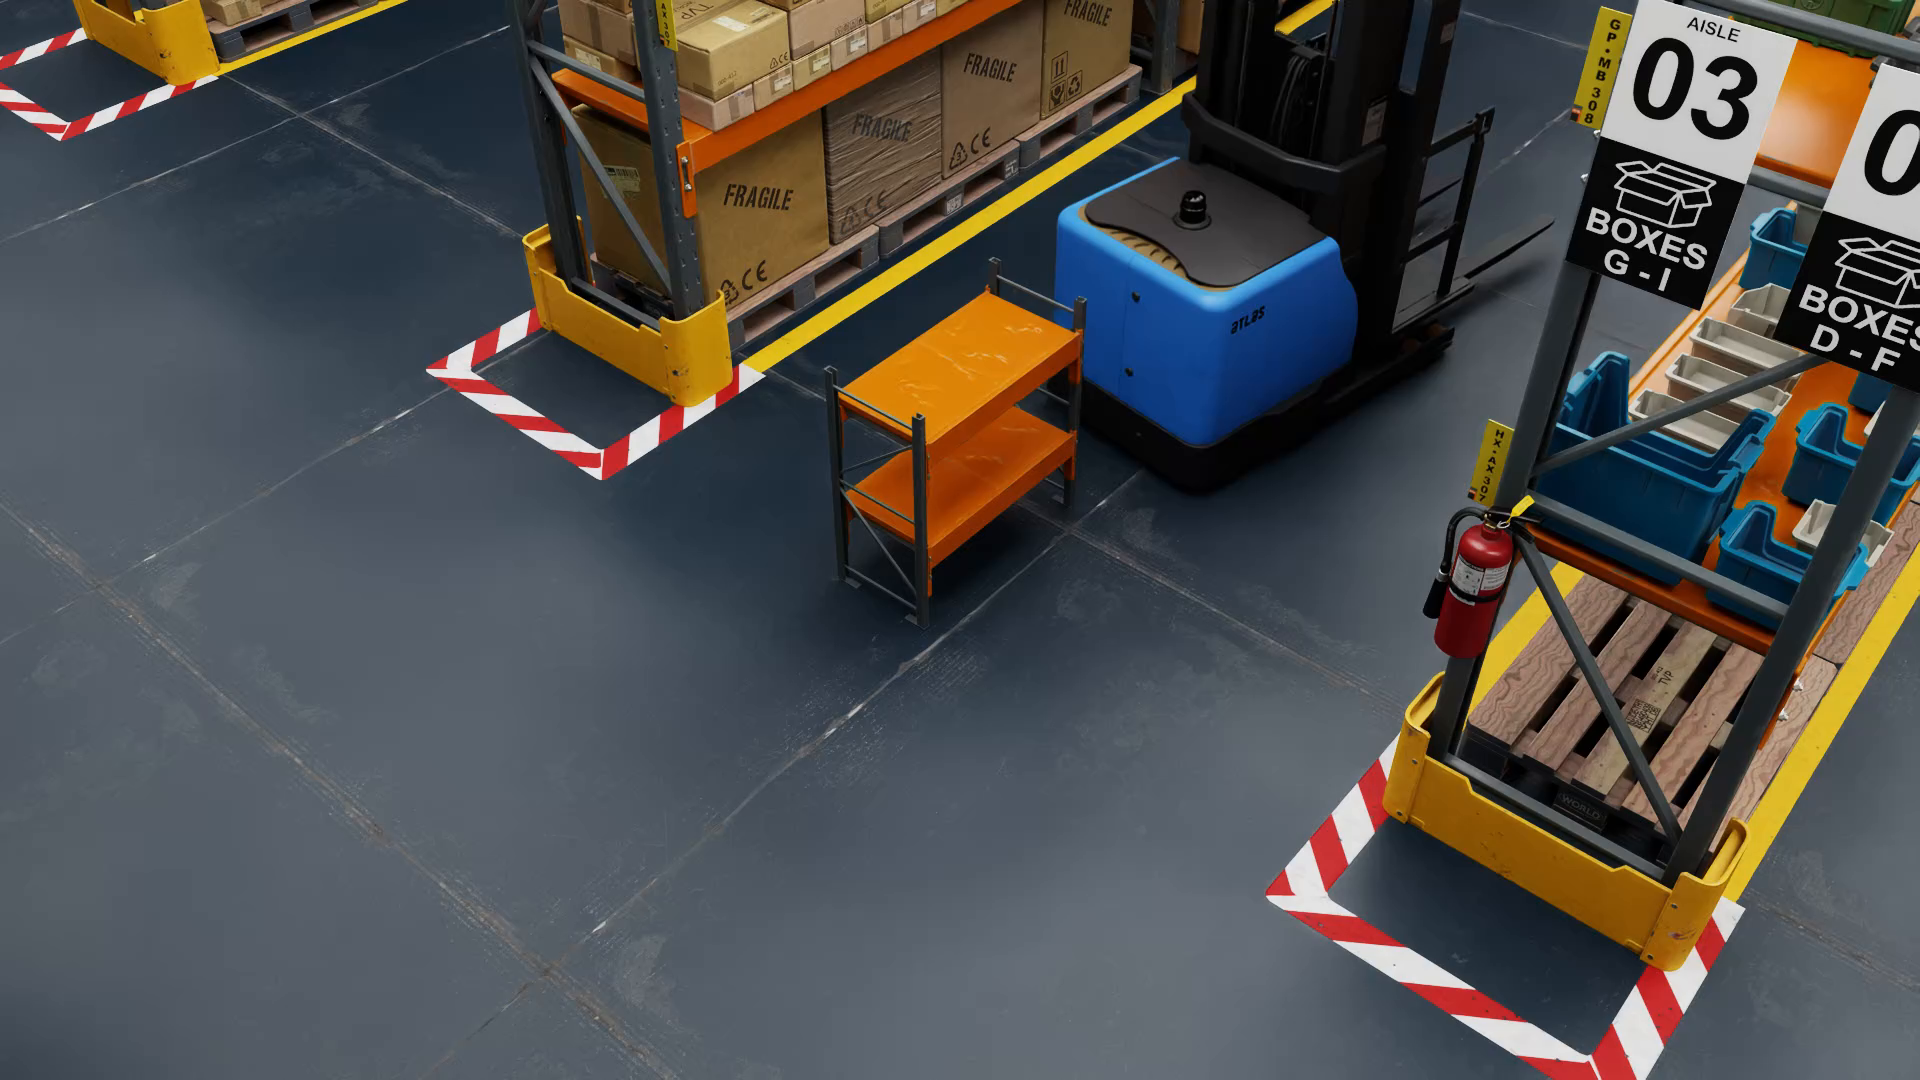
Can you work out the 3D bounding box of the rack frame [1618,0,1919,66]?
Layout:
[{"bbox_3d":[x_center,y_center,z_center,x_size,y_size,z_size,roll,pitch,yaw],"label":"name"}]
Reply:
[{"bbox_3d":[2.142,-2.170,3.129,1.000,3.000,0.127,29,50,28],"label":"rack frame"}]

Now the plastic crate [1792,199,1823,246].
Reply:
[{"bbox_3d":[3.592,-1.281,6.655,0.437,0.282,0.530,29,50,28],"label":"plastic crate"}]

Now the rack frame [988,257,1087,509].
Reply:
[{"bbox_3d":[0.323,-0.674,7.338,0.500,1.125,0.032,29,50,28],"label":"rack frame"}]

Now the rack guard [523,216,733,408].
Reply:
[{"bbox_3d":[-1.665,-1.157,8.333,1.175,0.500,0.348,29,50,28],"label":"rack guard"}]

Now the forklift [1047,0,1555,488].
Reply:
[{"bbox_3d":[1.868,-2.170,7.640,3.031,2.935,1.130,-30,50,-29],"label":"forklift"}]

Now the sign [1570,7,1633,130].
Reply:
[{"bbox_3d":[1.710,-1.251,4.426,0.100,0.325,0.005,29,50,28],"label":"sign"}]

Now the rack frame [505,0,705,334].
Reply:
[{"bbox_3d":[-1.649,-2.094,7.506,1.000,3.000,0.127,29,50,28],"label":"rack frame"}]

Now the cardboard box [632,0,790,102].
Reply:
[{"bbox_3d":[-1.134,-2.279,7.600,0.500,0.250,0.500,28,49,27],"label":"cardboard box"}]

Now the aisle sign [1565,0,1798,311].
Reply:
[{"bbox_3d":[1.871,-1.002,4.372,0.394,0.787,0.004,29,50,28],"label":"aisle sign"}]

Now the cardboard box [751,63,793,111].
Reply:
[{"bbox_3d":[-1.004,-2.174,7.780,0.380,0.149,0.250,29,50,28],"label":"cardboard box"}]

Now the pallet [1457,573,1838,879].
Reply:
[{"bbox_3d":[2.702,0.674,6.534,1.003,0.211,1.213,29,50,28],"label":"pallet"}]

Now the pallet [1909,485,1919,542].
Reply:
[{"bbox_3d":[4.273,-0.582,7.916,1.003,0.211,1.213,29,50,28],"label":"pallet"}]

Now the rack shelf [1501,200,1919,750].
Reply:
[{"bbox_3d":[3.429,-0.714,6.522,1.077,0.370,4.000,29,50,28],"label":"rack shelf"}]

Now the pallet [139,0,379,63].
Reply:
[{"bbox_3d":[-4.782,-3.704,11.349,1.003,0.211,1.213,29,50,28],"label":"pallet"}]

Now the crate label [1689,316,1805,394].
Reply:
[{"bbox_3d":[2.886,-0.670,6.091,0.396,0.136,0.243,29,50,28],"label":"crate label"}]

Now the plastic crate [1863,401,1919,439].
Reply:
[{"bbox_3d":[3.259,-0.338,5.726,0.250,0.136,0.298,29,50,28],"label":"plastic crate"}]

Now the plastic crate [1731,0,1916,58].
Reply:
[{"bbox_3d":[2.558,-1.613,4.904,0.450,0.188,0.336,29,50,28],"label":"plastic crate"}]

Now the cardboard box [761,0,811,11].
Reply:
[{"bbox_3d":[-0.812,-2.814,7.630,0.500,0.500,0.500,28,49,28],"label":"cardboard box"}]

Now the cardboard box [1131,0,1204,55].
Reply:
[{"bbox_3d":[1.322,-3.861,10.717,1.225,0.875,0.875,30,50,29],"label":"cardboard box"}]

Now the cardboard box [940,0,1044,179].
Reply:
[{"bbox_3d":[-0.140,-2.755,9.499,0.875,0.875,0.875,29,50,28],"label":"cardboard box"}]

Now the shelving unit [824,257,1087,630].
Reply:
[{"bbox_3d":[-0.004,-0.413,7.050,0.538,1.125,1.048,29,50,28],"label":"shelving unit"}]

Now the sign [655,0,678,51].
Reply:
[{"bbox_3d":[-1.228,-2.201,6.920,0.100,0.325,0.005,29,50,28],"label":"sign"}]

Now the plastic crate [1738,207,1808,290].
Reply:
[{"bbox_3d":[3.267,-1.079,6.469,0.416,0.233,0.300,29,50,28],"label":"plastic crate"}]

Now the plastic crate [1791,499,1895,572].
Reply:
[{"bbox_3d":[2.823,0.011,5.341,0.250,0.136,0.298,29,50,28],"label":"plastic crate"}]

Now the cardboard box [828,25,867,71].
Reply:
[{"bbox_3d":[-0.673,-2.441,8.074,0.380,0.149,0.250,29,50,28],"label":"cardboard box"}]

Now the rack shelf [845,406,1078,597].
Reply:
[{"bbox_3d":[-0.004,-0.232,7.215,0.538,0.278,1.000,29,50,28],"label":"rack shelf"}]

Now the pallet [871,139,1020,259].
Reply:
[{"bbox_3d":[-0.409,-2.134,9.622,1.003,0.211,1.213,29,50,28],"label":"pallet"}]

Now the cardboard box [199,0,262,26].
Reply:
[{"bbox_3d":[-4.798,-3.526,10.887,0.380,0.149,0.250,31,50,29],"label":"cardboard box"}]

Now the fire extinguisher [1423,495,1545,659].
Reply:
[{"bbox_3d":[1.697,0.098,5.430,0.296,0.674,0.183,29,50,28],"label":"fire extinguisher"}]

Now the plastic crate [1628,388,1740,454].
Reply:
[{"bbox_3d":[2.528,-0.373,5.764,0.396,0.136,0.243,29,50,28],"label":"plastic crate"}]

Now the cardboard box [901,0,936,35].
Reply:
[{"bbox_3d":[-0.342,-2.704,8.364,0.380,0.149,0.250,29,50,28],"label":"cardboard box"}]

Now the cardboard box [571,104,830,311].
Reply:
[{"bbox_3d":[-1.298,-1.828,8.480,0.875,0.875,0.875,29,50,28],"label":"cardboard box"}]

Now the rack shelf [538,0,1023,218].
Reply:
[{"bbox_3d":[-0.362,-2.858,8.881,1.077,0.370,4.000,29,50,28],"label":"rack shelf"}]

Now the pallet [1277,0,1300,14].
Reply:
[{"bbox_3d":[2.149,-4.183,11.876,1.003,0.211,1.213,29,50,28],"label":"pallet"}]

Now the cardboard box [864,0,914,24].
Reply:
[{"bbox_3d":[-0.478,-2.807,8.180,0.500,0.250,0.500,28,49,27],"label":"cardboard box"}]
